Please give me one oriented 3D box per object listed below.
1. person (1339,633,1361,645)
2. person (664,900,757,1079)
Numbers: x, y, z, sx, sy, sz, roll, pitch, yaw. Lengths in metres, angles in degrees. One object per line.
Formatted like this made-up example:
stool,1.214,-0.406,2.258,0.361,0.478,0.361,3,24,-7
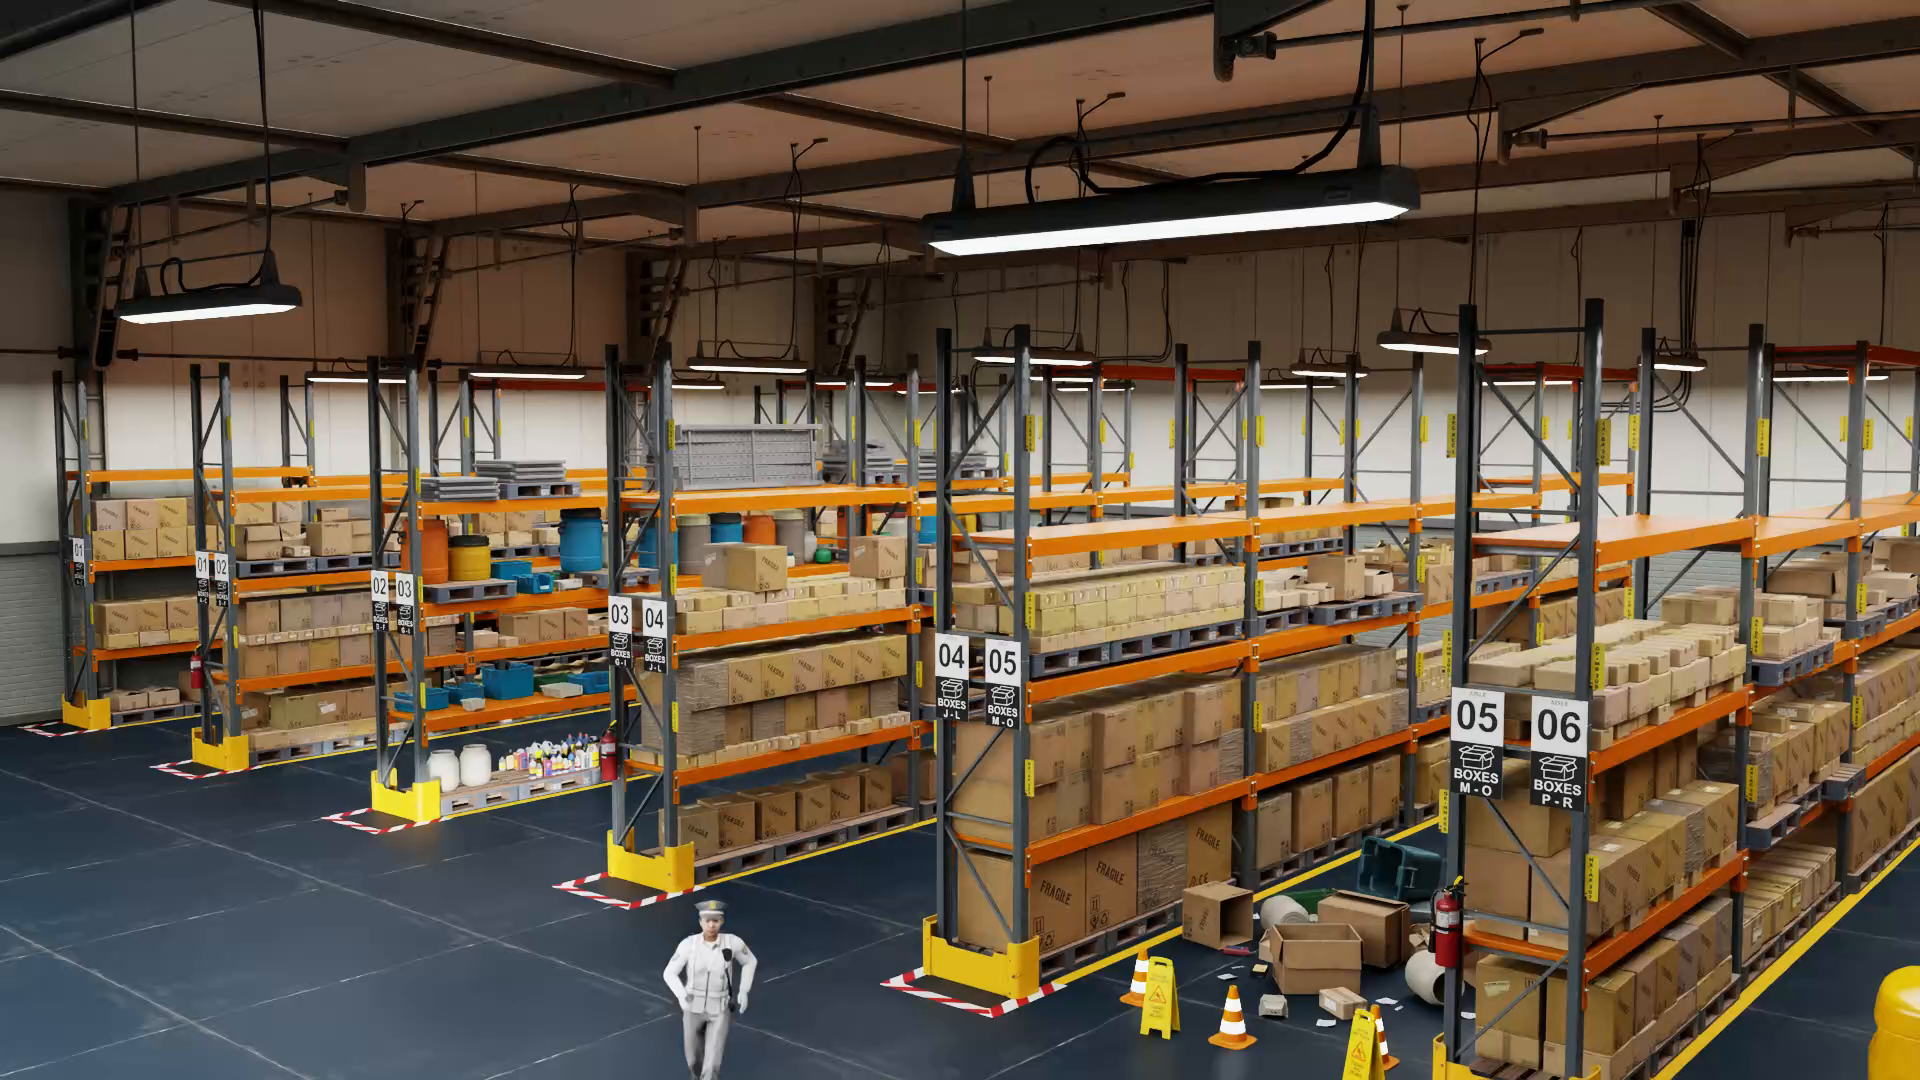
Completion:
person,7.430,2.006,31.880,0.676,1.833,0.861,-3,5,-39
person,-1.827,3.438,12.108,0.657,1.692,0.947,0,4,0
